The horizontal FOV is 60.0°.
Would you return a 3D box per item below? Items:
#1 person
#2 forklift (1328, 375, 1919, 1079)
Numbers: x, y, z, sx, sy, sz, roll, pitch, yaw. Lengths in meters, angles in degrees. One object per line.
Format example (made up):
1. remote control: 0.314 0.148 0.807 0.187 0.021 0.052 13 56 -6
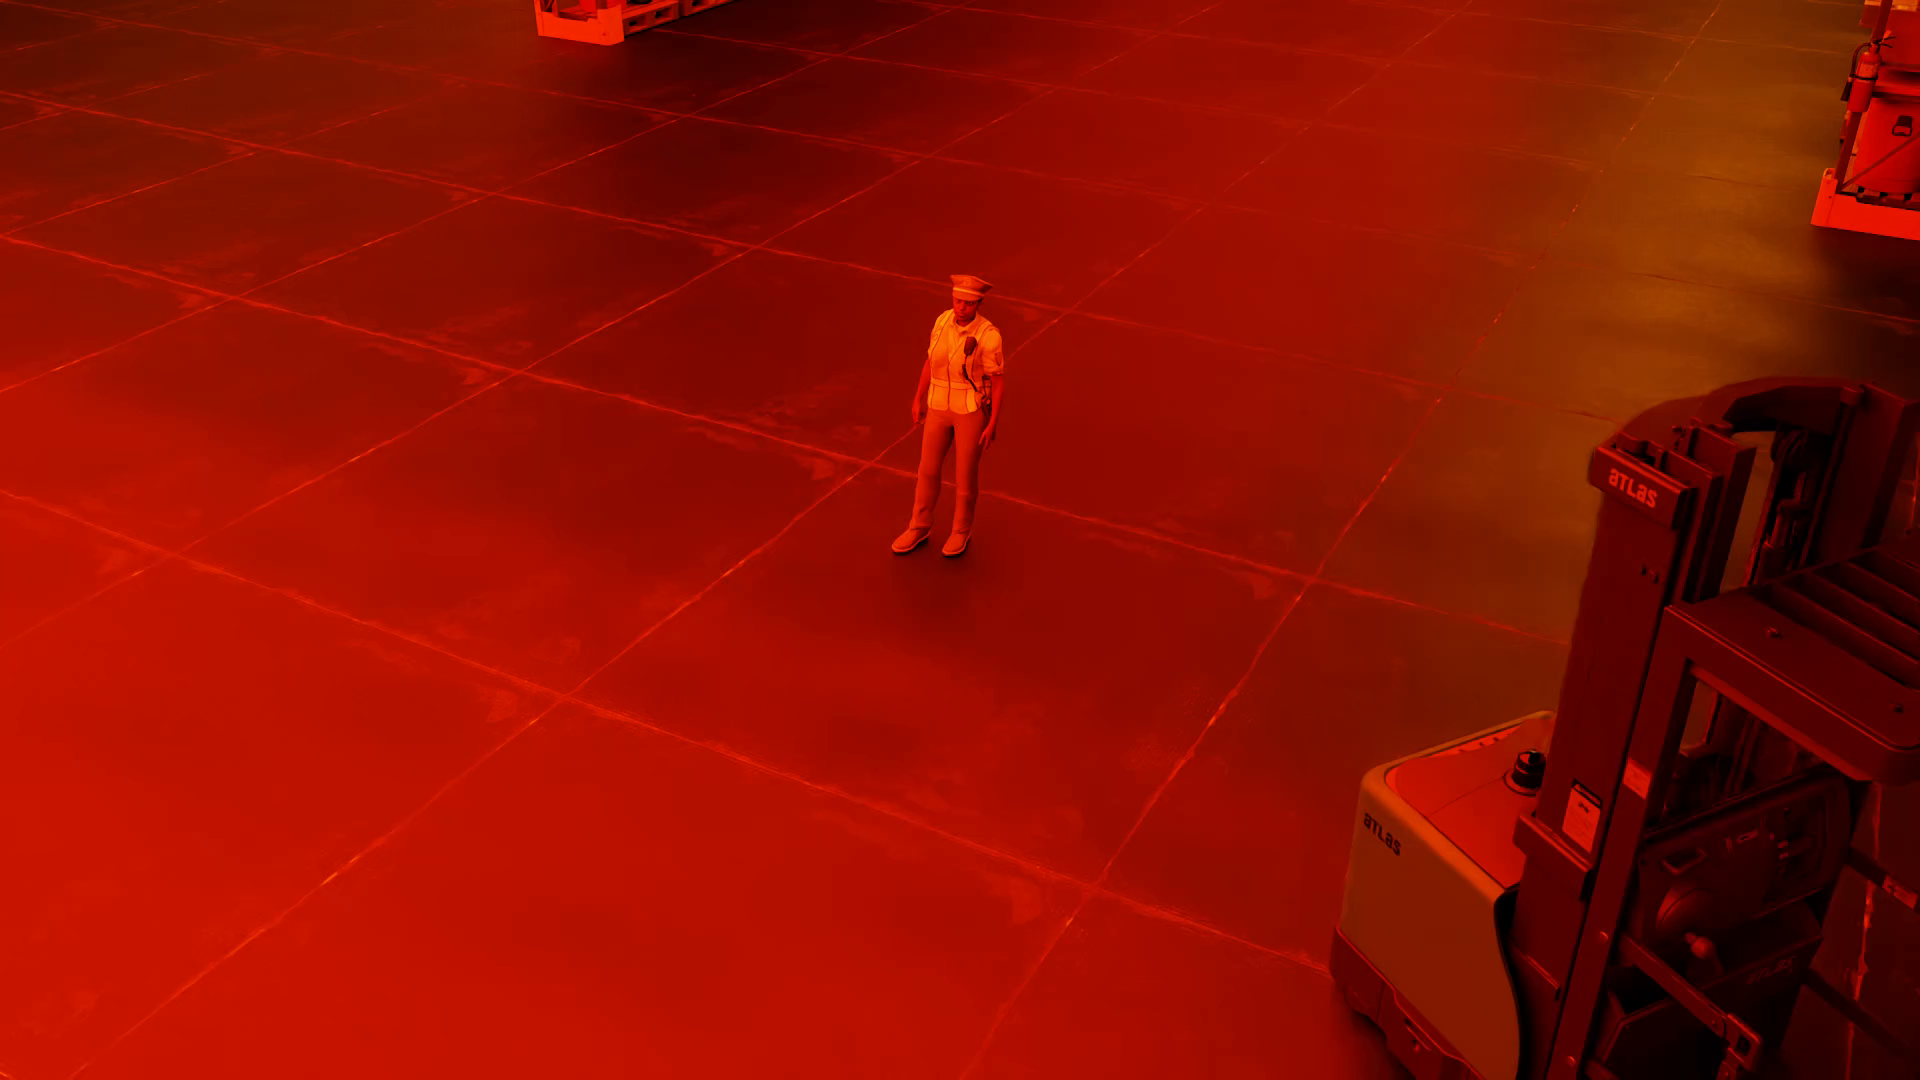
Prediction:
1. person: -0.054 -0.712 9.528 0.569 1.695 0.530 15 33 25
2. forklift: 2.611 1.096 5.172 1.130 2.935 3.031 -14 33 -22
